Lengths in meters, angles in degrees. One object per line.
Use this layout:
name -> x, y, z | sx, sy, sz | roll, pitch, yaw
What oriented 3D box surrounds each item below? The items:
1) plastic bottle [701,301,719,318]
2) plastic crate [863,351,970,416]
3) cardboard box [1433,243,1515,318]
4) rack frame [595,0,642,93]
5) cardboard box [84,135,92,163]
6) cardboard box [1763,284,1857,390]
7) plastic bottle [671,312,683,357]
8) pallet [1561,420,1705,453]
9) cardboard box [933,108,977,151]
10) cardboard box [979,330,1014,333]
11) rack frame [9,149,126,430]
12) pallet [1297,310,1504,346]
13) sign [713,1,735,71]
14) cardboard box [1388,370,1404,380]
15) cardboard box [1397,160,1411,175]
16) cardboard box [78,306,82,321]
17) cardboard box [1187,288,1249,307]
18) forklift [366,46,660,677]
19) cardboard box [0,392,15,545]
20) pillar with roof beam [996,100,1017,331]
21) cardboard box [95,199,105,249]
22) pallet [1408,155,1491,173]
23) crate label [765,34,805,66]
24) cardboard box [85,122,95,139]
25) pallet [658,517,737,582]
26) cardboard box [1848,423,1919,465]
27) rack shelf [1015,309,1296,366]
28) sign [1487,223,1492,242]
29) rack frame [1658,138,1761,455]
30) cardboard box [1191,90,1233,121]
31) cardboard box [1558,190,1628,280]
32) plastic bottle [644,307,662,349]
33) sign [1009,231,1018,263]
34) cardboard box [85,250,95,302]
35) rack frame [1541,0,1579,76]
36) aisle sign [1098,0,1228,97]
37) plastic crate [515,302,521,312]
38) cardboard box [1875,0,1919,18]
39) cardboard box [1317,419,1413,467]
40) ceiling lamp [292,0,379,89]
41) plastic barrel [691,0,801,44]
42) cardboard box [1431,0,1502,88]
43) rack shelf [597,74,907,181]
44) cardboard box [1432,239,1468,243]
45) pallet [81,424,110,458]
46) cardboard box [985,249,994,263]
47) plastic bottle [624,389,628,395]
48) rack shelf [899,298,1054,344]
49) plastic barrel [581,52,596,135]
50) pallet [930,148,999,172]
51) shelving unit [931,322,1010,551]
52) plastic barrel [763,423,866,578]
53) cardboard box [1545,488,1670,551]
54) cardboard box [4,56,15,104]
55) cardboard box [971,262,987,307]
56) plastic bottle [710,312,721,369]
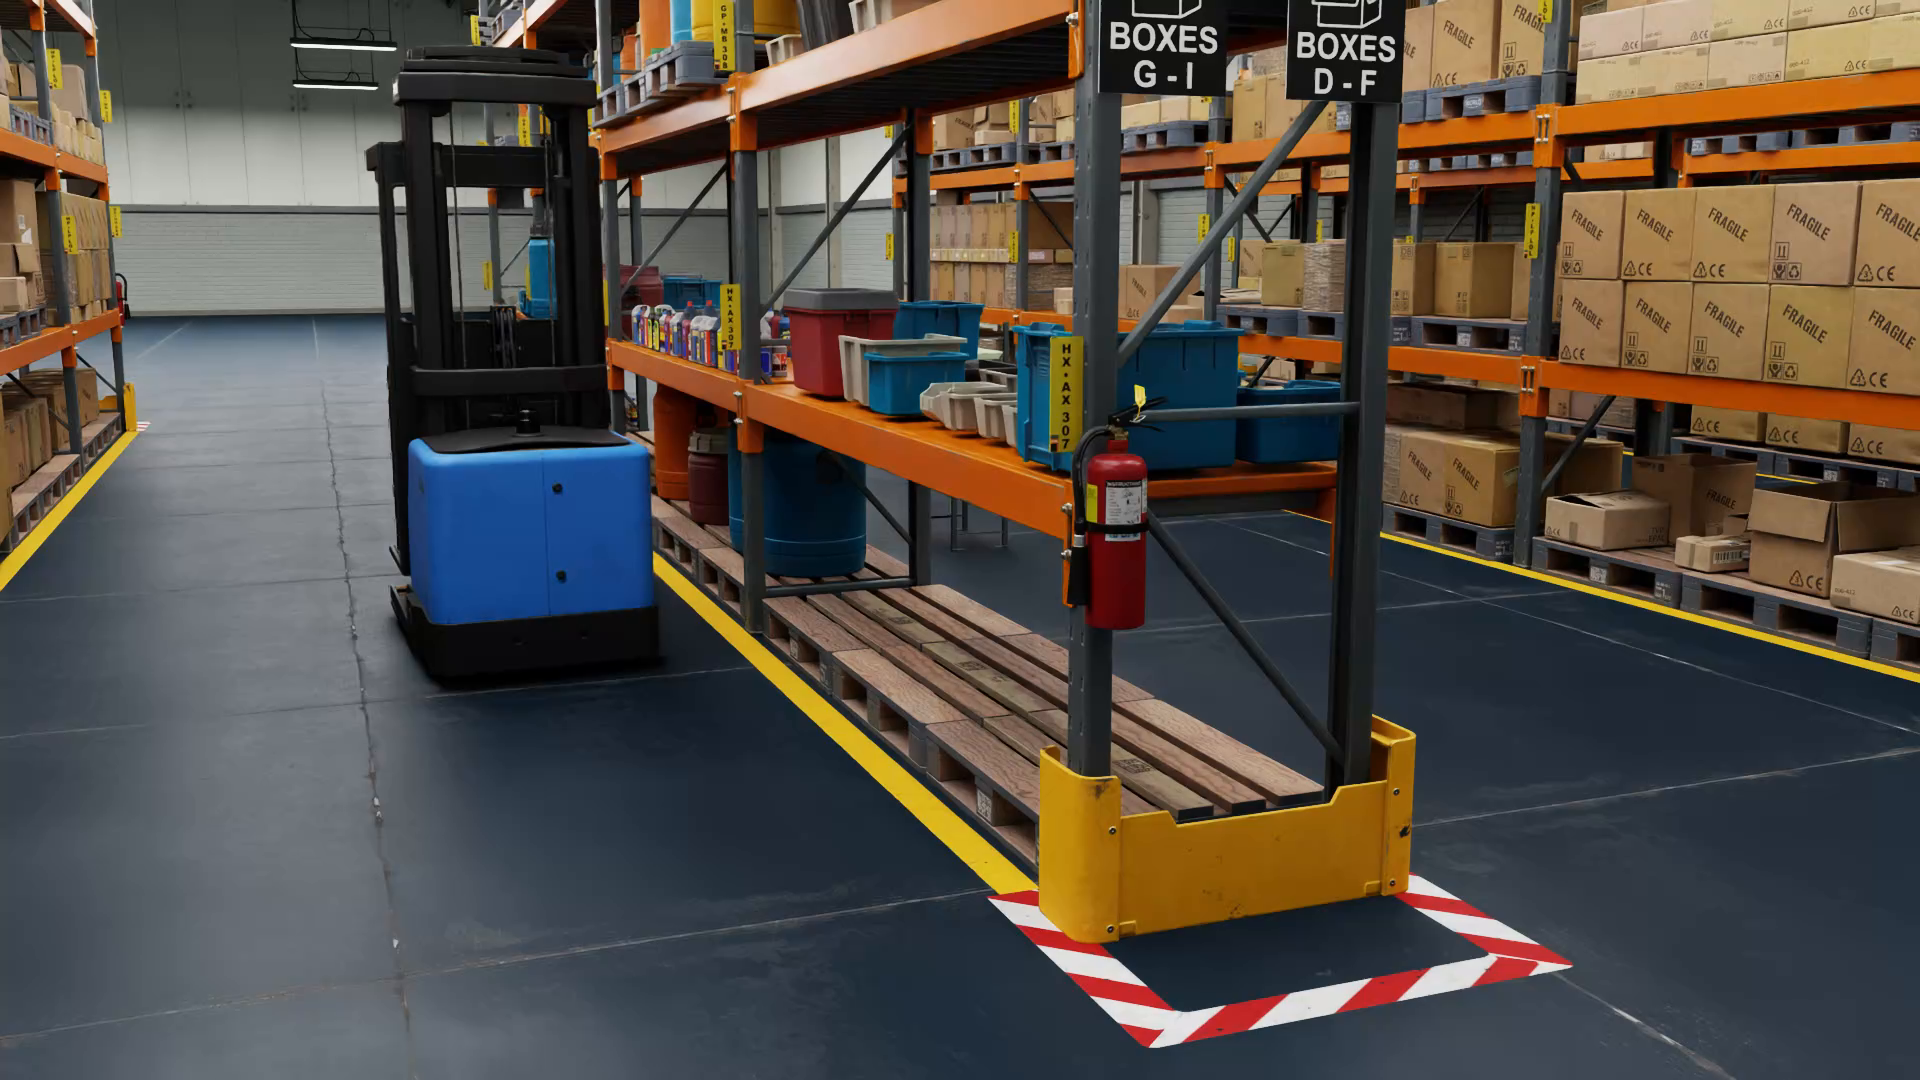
plastic bottle -> -1.586, -1.338, 10.517 | 0.144, 0.351, 0.185 | -4, 11, -21
plastic crate -> -0.175, -0.635, 6.730 | 0.416, 0.233, 0.300 | -4, 11, -21
cardboard box -> 3.705, -1.791, 11.439 | 0.700, 0.500, 0.500 | -2, 10, -12
rack frame -> -2.091, -4.628, 11.743 | 1.000, 3.000, 0.127 | -4, 11, -21
cardboard box -> -8.834, -3.841, 16.310 | 0.500, 0.250, 0.500 | -4, 11, -20
cardboard box -> 4.460, -1.036, 8.393 | 0.500, 0.500, 0.500 | -4, 11, -22
plastic bottle -> -1.733, -1.296, 10.494 | 0.152, 0.276, 0.135 | -4, 11, -21
pallet -> 6.861, -1.058, 16.765 | 1.003, 0.211, 1.213 | -4, 11, -21
cardboard box -> -0.025, -4.807, 19.431 | 0.500, 0.500, 0.500 | -4, 11, -21
cardboard box -> 0.476, -2.285, 20.213 | 0.500, 0.500, 0.500 | -4, 11, -21
rack frame -> -9.607, -2.666, 17.842 | 1.000, 3.000, 0.127 | -4, 11, -21
pallet -> 3.236, -1.577, 12.266 | 1.003, 0.211, 1.213 | -4, 11, -21
sign -> -1.155, -2.468, 8.140 | 0.100, 0.325, 0.005 | -4, 11, -21
cardboard box -> 5.280, -2.109, 20.592 | 0.500, 0.500, 0.500 | -5, 11, -25
cardboard box -> 5.279, -4.559, 19.578 | 0.500, 0.500, 0.500 | -4, 11, -19
cardboard box -> -8.249, -2.064, 15.178 | 0.380, 0.149, 0.250 | -4, 11, -21
cardboard box -> 2.383, -2.103, 14.930 | 0.500, 0.311, 0.500 | -4, 11, -22
forklift -> -2.487, -1.028, 8.831 | 1.130, 2.935, 3.031 | -4, 11, -23
cardboard box -> -6.477, -0.407, 10.010 | 1.225, 0.875, 0.875 | -4, 11, -24
pillar with roof beam -> -3.058, -8.189, 31.760 | 9.100, 9.000, 0.548 | -4, 11, -21
cardboard box -> -8.990, -3.198, 16.846 | 0.500, 0.500, 0.500 | -4, 11, -21
pallet -> 5.817, -4.233, 18.623 | 1.213, 0.211, 1.003 | -4, 11, -21
crate label -> -0.734, -2.270, 7.806 | 0.293, 0.136, 0.466 | -4, 11, -21
cardboard box -> -8.916, -4.113, 16.700 | 0.380, 0.149, 0.250 | -4, 11, -21
pallet -> -1.328, 0.023, 10.686 | 1.003, 0.211, 1.213 | -4, 11, -21
cardboard box -> 7.910, -1.041, 13.648 | 0.750, 0.750, 0.750 | -4, 11, -19
rack shelf -> 1.802, -1.960, 15.930 | 1.077, 0.370, 4.000 | -4, 11, -21
sign -> 6.209, -3.562, 19.573 | 0.100, 0.325, 0.005 | -4, 11, -21
rack frame -> 7.142, -2.303, 15.803 | 1.000, 3.000, 0.127 | -4, 11, -21
cardboard box -> 2.310, -3.668, 14.142 | 0.500, 0.250, 0.500 | -5, 11, -25
cardboard box -> 3.885, -1.782, 9.732 | 0.500, 0.500, 0.500 | -4, 11, -19
plastic bottle -> -2.068, -1.447, 11.342 | 0.152, 0.276, 0.135 | -4, 11, -21
sign -> 0.561, -3.071, 17.420 | 0.100, 0.325, 0.005 | -4, 11, -21
cardboard box -> -8.829, -2.529, 15.940 | 0.875, 0.500, 0.500 | -4, 11, -21
rack frame -> 3.976, -4.289, 9.836 | 1.000, 3.000, 0.127 | -4, 11, -21
aisle sign -> 0.561, -1.618, 4.529 | 0.394, 0.787, 0.004 | -4, 11, -21
plastic crate -> -4.365, -2.446, 17.361 | 0.530, 0.136, 0.437 | -4, 11, -21
cardboard box -> 4.643, -2.563, 7.697 | 0.500, 0.250, 0.500 | -4, 11, -21
cardboard box -> 2.991, -0.629, 12.275 | 0.500, 0.500, 0.500 | -4, 11, -23
ceiling lamp -> -15.632, -12.863, 41.368 | 2.000, 3.185, 0.800 | -4, 11, -21
plastic barrel -> -1.162, -2.934, 9.047 | 0.600, 0.588, 0.600 | 0, 10, 0
cardboard box -> 3.599, -3.312, 11.138 | 0.600, 0.600, 0.600 | -4, 11, -22
rack shelf -> -1.366, -2.471, 10.233 | 1.077, 0.370, 4.000 | -4, 11, -21
cardboard box -> 5.717, -3.351, 19.925 | 0.500, 0.500, 0.500 | -4, 11, -22
pallet -> -8.879, -0.947, 16.141 | 1.003, 0.211, 1.213 | -4, 11, -21
cardboard box -> 0.498, -3.166, 18.518 | 0.380, 0.149, 0.250 | -4, 11, -21
plastic bottle -> -3.446, -1.398, 17.021 | 0.144, 0.351, 0.185 | -4, 11, -19
rack shelf -> 0.353, -2.613, 19.601 | 1.077, 0.370, 4.000 | -4, 11, -21
plastic barrel -> -3.154, -3.982, 15.243 | 0.600, 0.901, 0.708 | -4, 11, -21
pallet -> 0.306, -4.411, 19.339 | 1.003, 0.211, 1.213 | -4, 11, -21
shelving unit -> -0.002, -0.739, 11.295 | 0.431, 1.500, 0.755 | -4, 11, -21
plastic barrel -> -0.823, -0.285, 9.250 | 0.600, 0.901, 0.708 | -4, 11, -21
cardboard box -> 3.927, -0.146, 10.096 | 0.500, 0.311, 0.500 | -4, 11, -21
cardboard box -> -8.079, -3.664, 13.396 | 0.797, 0.503, 0.637 | -4, 11, -24
cardboard box -> 0.535, -2.930, 19.042 | 0.700, 0.500, 0.500 | -4, 11, -20
plastic bottle -> -1.347, -1.157, 9.498 | 0.144, 0.351, 0.185 | -4, 11, -21
